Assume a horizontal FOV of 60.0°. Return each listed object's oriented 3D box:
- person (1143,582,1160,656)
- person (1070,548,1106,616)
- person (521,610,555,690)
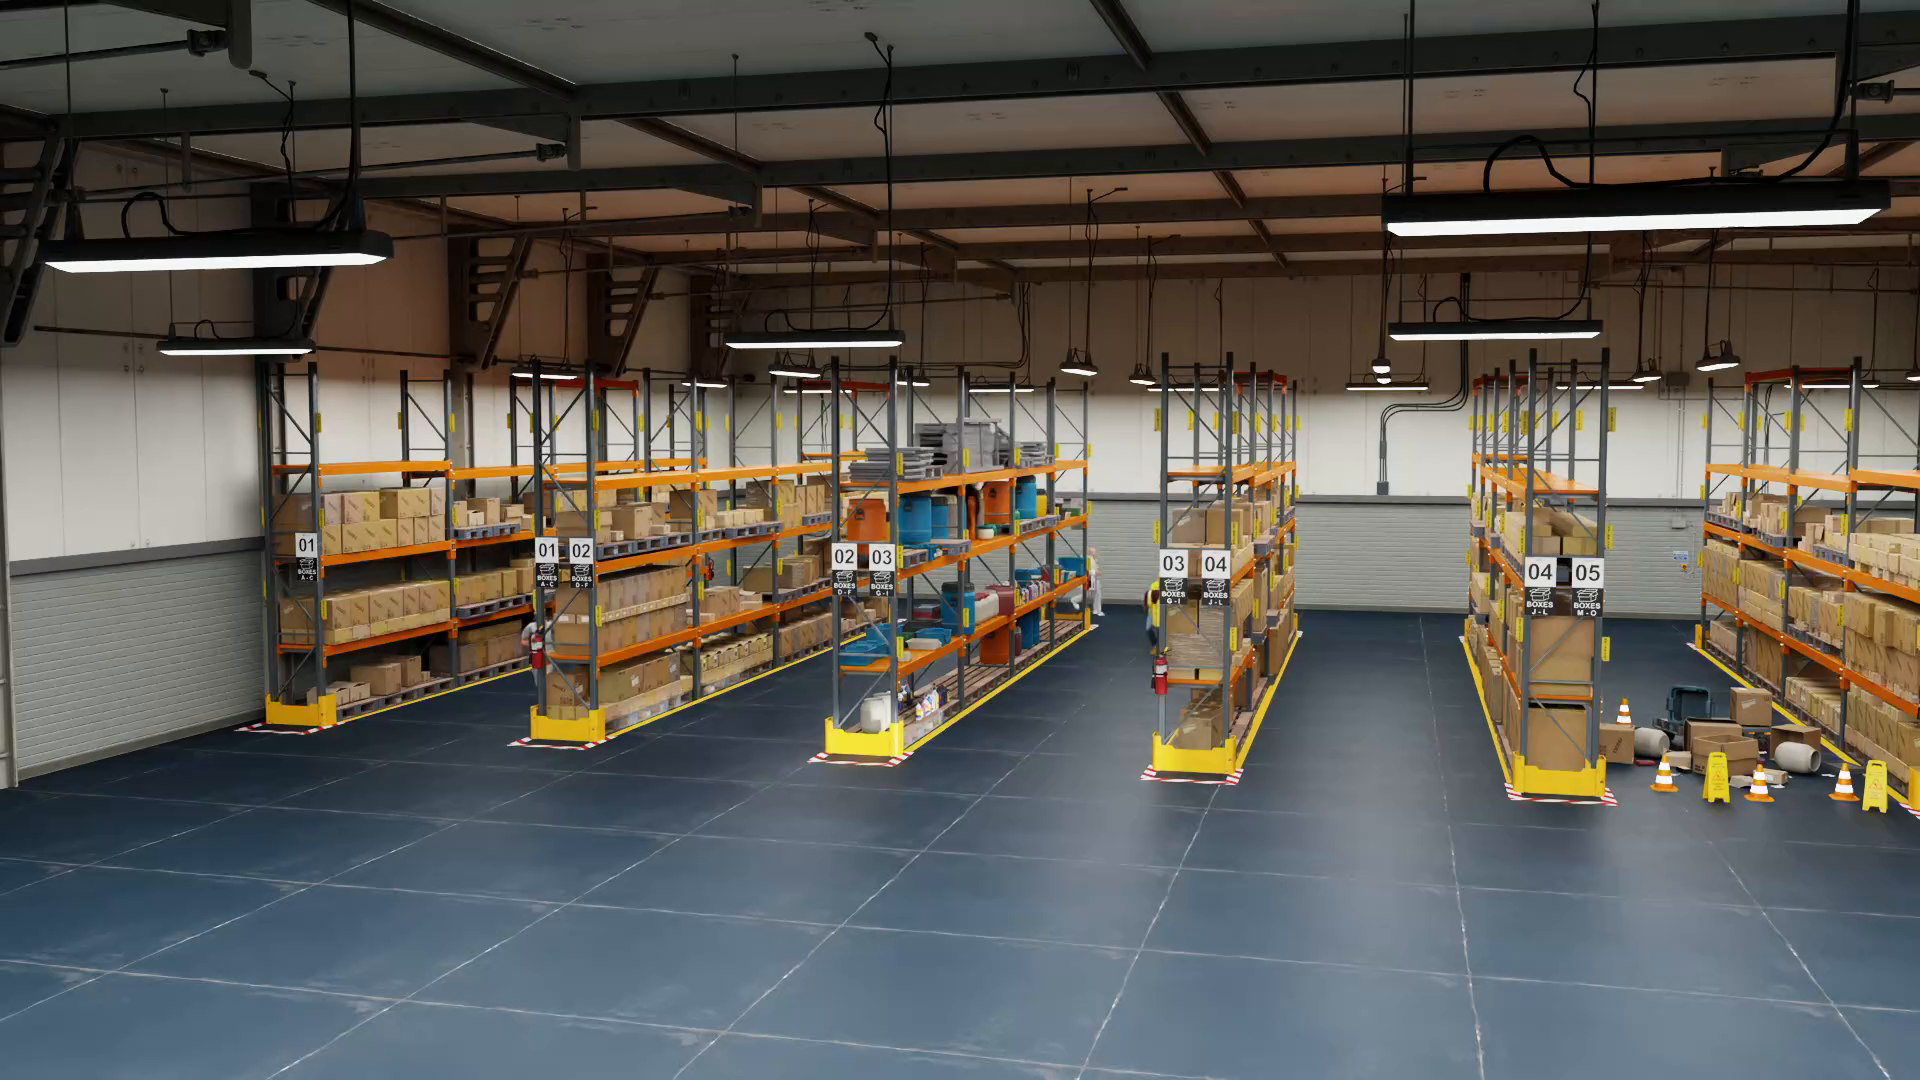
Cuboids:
[{"bbox_3d":[4.269,1.665,35.919,0.733,1.588,1.095,2,4,22],"label":"person"},{"bbox_3d":[3.364,1.088,43.478,0.992,1.793,0.744,2,4,25],"label":"person"},{"bbox_3d":[-7.413,2.052,29.478,0.679,1.754,0.959,-1,4,-9],"label":"person"}]
